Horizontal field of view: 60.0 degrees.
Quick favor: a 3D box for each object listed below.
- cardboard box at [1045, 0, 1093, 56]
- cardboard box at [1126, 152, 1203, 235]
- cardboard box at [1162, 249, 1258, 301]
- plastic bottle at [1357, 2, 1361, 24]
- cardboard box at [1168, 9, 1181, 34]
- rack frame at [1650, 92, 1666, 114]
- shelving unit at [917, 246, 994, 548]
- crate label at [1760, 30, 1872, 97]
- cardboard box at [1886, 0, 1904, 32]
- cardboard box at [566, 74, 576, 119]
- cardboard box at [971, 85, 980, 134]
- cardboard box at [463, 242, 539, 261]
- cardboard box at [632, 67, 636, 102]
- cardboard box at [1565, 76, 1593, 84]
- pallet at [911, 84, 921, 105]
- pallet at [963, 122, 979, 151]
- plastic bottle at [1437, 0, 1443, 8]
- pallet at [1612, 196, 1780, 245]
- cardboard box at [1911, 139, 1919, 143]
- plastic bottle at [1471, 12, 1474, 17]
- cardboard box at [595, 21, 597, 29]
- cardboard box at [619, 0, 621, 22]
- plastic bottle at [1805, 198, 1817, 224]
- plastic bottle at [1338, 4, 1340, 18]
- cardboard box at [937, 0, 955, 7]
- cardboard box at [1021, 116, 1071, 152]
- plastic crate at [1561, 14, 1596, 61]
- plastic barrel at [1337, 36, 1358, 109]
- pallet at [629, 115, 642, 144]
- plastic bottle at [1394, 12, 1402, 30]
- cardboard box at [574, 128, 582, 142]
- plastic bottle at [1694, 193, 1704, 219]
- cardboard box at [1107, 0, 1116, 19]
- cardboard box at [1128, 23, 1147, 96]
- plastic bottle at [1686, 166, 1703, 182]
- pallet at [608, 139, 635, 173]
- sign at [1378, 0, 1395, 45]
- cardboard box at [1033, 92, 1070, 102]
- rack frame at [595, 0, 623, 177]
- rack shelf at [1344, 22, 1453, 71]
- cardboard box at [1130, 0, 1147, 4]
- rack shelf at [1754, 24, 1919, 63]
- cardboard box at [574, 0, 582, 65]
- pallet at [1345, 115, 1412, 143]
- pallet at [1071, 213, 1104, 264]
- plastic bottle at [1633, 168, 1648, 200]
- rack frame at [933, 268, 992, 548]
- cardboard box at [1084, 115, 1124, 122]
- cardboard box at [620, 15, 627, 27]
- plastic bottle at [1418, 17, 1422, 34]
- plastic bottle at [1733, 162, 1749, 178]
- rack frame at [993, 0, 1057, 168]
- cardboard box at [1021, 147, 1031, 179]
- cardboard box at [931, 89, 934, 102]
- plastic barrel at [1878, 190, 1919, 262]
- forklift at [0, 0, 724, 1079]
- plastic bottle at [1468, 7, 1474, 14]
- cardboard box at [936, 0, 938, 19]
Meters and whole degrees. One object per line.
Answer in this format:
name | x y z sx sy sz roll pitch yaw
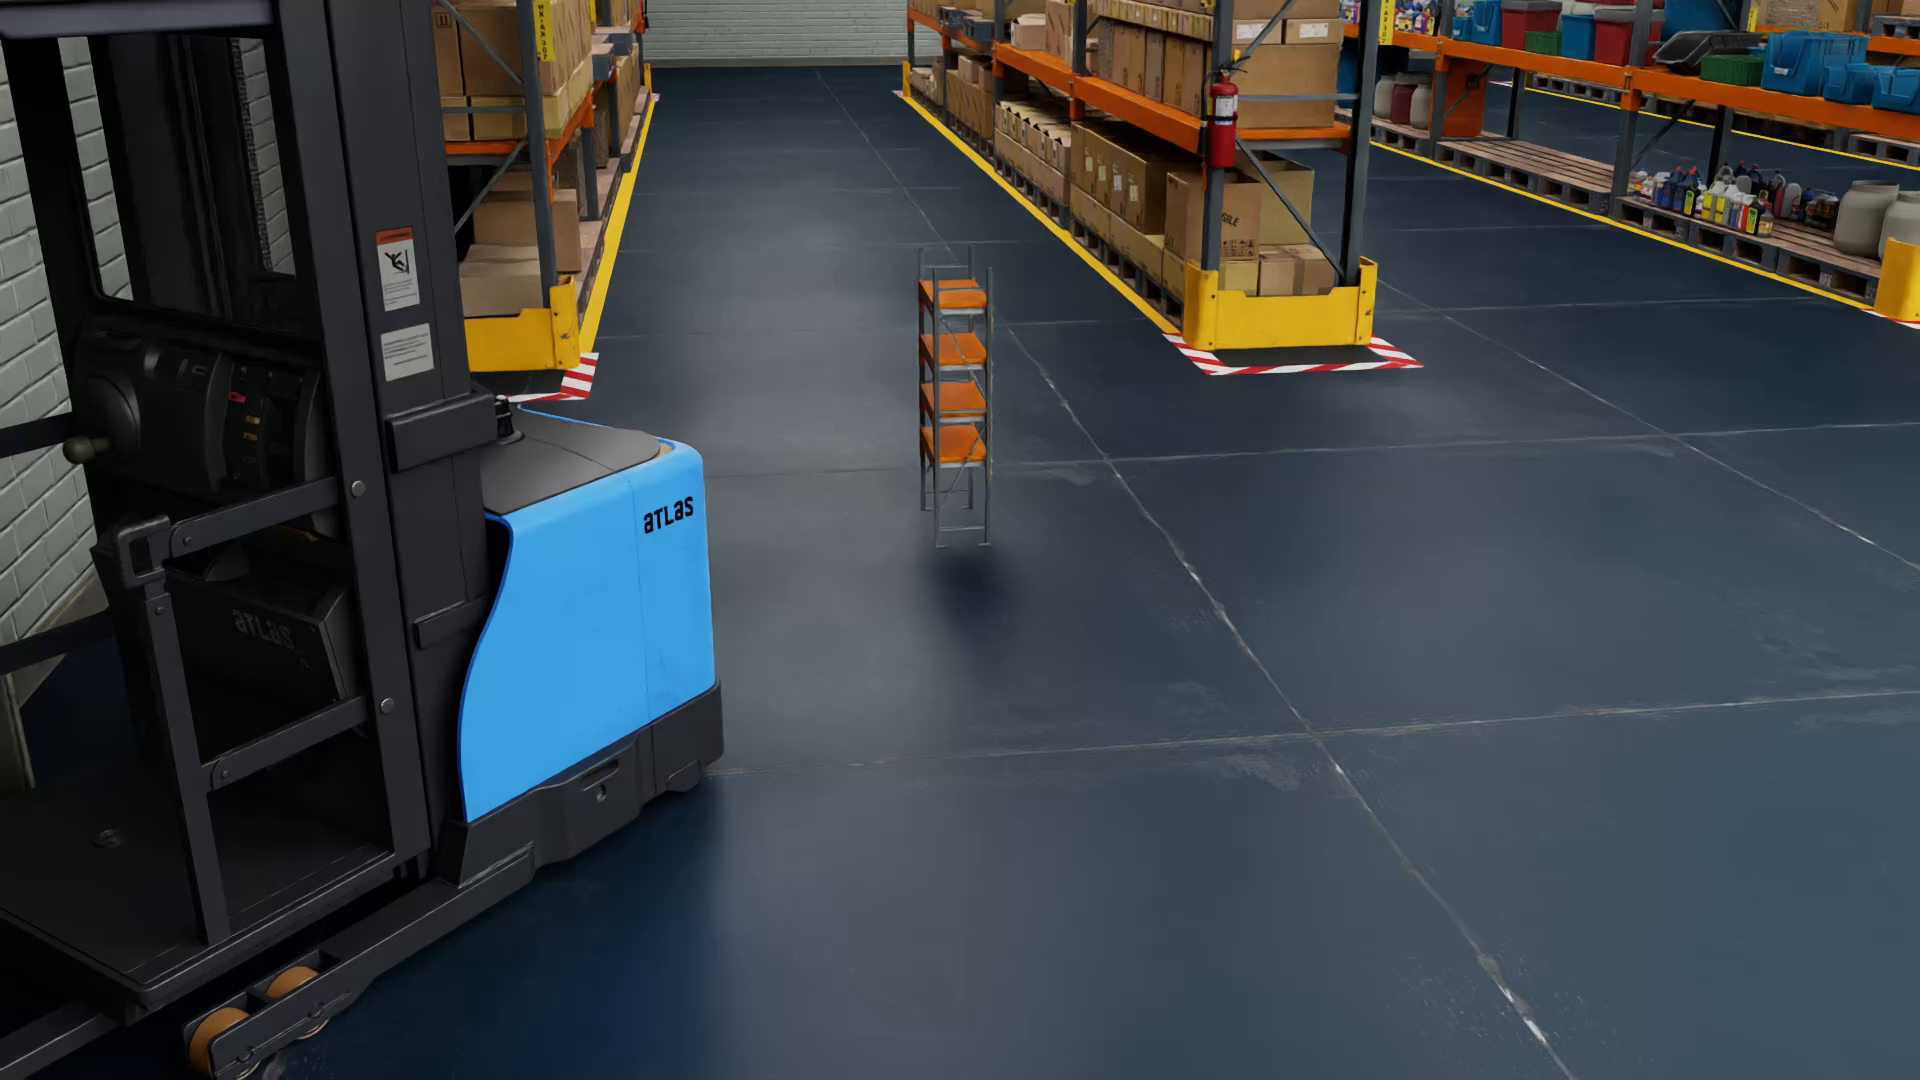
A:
cardboard box | 1.122 -4.921 15.962 0.500 0.500 0.500 -4 21 -11
cardboard box | 1.487 -2.461 11.775 0.500 0.500 0.500 -3 21 -8
cardboard box | 1.647 -1.764 10.982 0.500 0.250 0.500 -3 21 -8
plastic bottle | 5.013 -6.530 20.589 0.152 0.276 0.135 -3 21 -8
cardboard box | 1.625 -3.515 11.271 0.380 0.149 0.250 -2 21 -6
rack frame | 10.091 -7.338 22.575 1.000 3.000 0.127 -3 21 -8
shelving unit | -0.024 -0.619 7.160 0.258 1.200 0.503 -3 21 -8
crate label | 6.386 -3.573 12.446 0.502 0.435 0.616 -3 21 -8
cardboard box | 10.866 -6.182 19.337 0.500 0.500 0.500 -2 21 -6
cardboard box | -2.797 -2.913 10.915 0.500 0.250 0.500 -3 21 -9
cardboard box | 0.422 -4.981 19.208 0.500 0.500 0.500 -4 21 -10
cardboard box | -2.977 -1.821 11.020 0.500 0.311 0.500 -1 21 -3
cardboard box | -4.690 -6.052 22.106 0.700 0.500 0.500 -3 21 -8
cardboard box | 9.817 -7.391 25.155 0.875 0.875 0.875 -3 21 -8
pallet | -0.163 -6.616 24.628 1.003 0.211 1.213 -3 21 -8
pallet | 0.621 -4.830 19.846 1.003 0.211 1.213 -3 21 -8
plastic bottle | 5.805 -6.382 20.086 0.144 0.351 0.185 -3 21 -8
pallet | 6.398 -2.777 14.350 1.003 0.211 1.213 -3 21 -8
cardboard box | 10.876 -4.566 18.097 0.700 0.500 0.500 -5 21 -12
plastic bottle | 5.957 -5.971 19.094 0.152 0.276 0.135 -3 21 -8
cardboard box | -3.960 -5.294 16.332 0.700 0.500 0.500 -5 21 -14
cardboard box | -3.991 -5.934 18.219 0.500 0.500 0.500 -3 21 -8
plastic bottle | 6.888 -2.659 13.420 0.097 0.201 0.097 0 20 0
plastic bottle | 4.874 -6.761 21.315 0.097 0.201 0.097 0 20 0
cardboard box | 0.134 -6.908 20.681 0.700 0.500 0.500 -10 23 -26
cardboard box | 0.879 -3.894 15.882 0.500 0.311 0.500 -3 21 -8
plastic crate | 5.876 -4.677 15.474 0.392 0.384 0.575 -3 21 -8
plastic barrel | 5.251 -6.112 21.693 0.600 0.901 0.708 -3 21 -8
pallet | -4.428 -5.019 20.351 1.003 0.211 1.213 -3 21 -8
plastic bottle | 5.155 -6.085 19.505 0.097 0.201 0.097 0 20 0
cardboard box | -3.741 -3.463 15.144 0.700 0.500 0.500 -3 21 -7
plastic bottle | 6.093 -2.748 13.658 0.097 0.201 0.097 0 20 0
cardboard box | 1.363 -4.141 12.947 0.380 0.149 0.250 -3 21 -9
cardboard box | 1.662 -3.607 12.443 0.700 0.500 0.500 -3 21 -7
plastic bottle | 6.191 -2.990 14.092 0.144 0.351 0.185 -3 21 -8
pallet | -4.077 -4.174 18.089 1.003 0.211 1.213 -3 21 -8
sign | 2.567 -3.153 10.021 0.100 0.325 0.005 -3 21 -8
cardboard box | 1.081 -4.662 18.354 0.500 0.500 0.500 -2 21 -5
rack frame | -4.038 -5.203 16.860 1.000 3.000 0.127 -3 21 -8
rack shelf | 5.478 -6.058 20.178 1.077 0.370 4.000 -3 21 -8
cardboard box | 1.656 -4.222 12.237 0.700 0.500 0.500 -3 21 -8
rack shelf | 10.379 -6.308 20.847 1.077 0.370 4.000 -3 21 -8
cardboard box | -2.947 -3.613 11.717 0.500 0.500 0.500 -4 21 -9
pallet | 5.439 -5.089 20.540 1.003 0.211 1.213 -3 21 -8
pallet | 1.514 -2.486 13.570 1.003 0.211 1.213 -3 21 -8
plastic bottle | 5.955 -3.114 14.536 0.097 0.271 0.097 0 20 0
rack frame | 0.011 -0.535 6.933 0.240 1.200 0.015 -3 21 -8
cardboard box | 1.405 -3.929 15.976 0.500 0.311 0.500 -2 21 -6
cardboard box | -4.137 -6.110 19.620 0.380 0.149 0.250 -3 21 -8
plastic bottle | 5.254 -5.849 18.874 0.097 0.201 0.097 0 20 0
plastic bottle | 6.721 -3.075 14.319 0.144 0.351 0.185 -3 21 -9
rack frame | 0.864 -5.454 17.533 1.000 3.000 0.127 -3 21 -8
cardboard box | 0.877 -3.636 15.993 0.500 0.250 0.500 -2 21 -7
cardboard box | -0.189 -6.020 22.492 0.380 0.149 0.250 -3 21 -8
plastic barrel | 6.749 -2.188 11.744 0.421 0.512 0.421 0 20 0
forklift | -1.961 -0.304 3.841 1.130 2.935 3.031 13 24 30
plastic bottle | 5.907 -6.007 19.197 0.097 0.271 0.097 0 20 0
cardboard box | -0.039 -7.046 21.652 0.500 0.500 0.500 -3 21 -7
